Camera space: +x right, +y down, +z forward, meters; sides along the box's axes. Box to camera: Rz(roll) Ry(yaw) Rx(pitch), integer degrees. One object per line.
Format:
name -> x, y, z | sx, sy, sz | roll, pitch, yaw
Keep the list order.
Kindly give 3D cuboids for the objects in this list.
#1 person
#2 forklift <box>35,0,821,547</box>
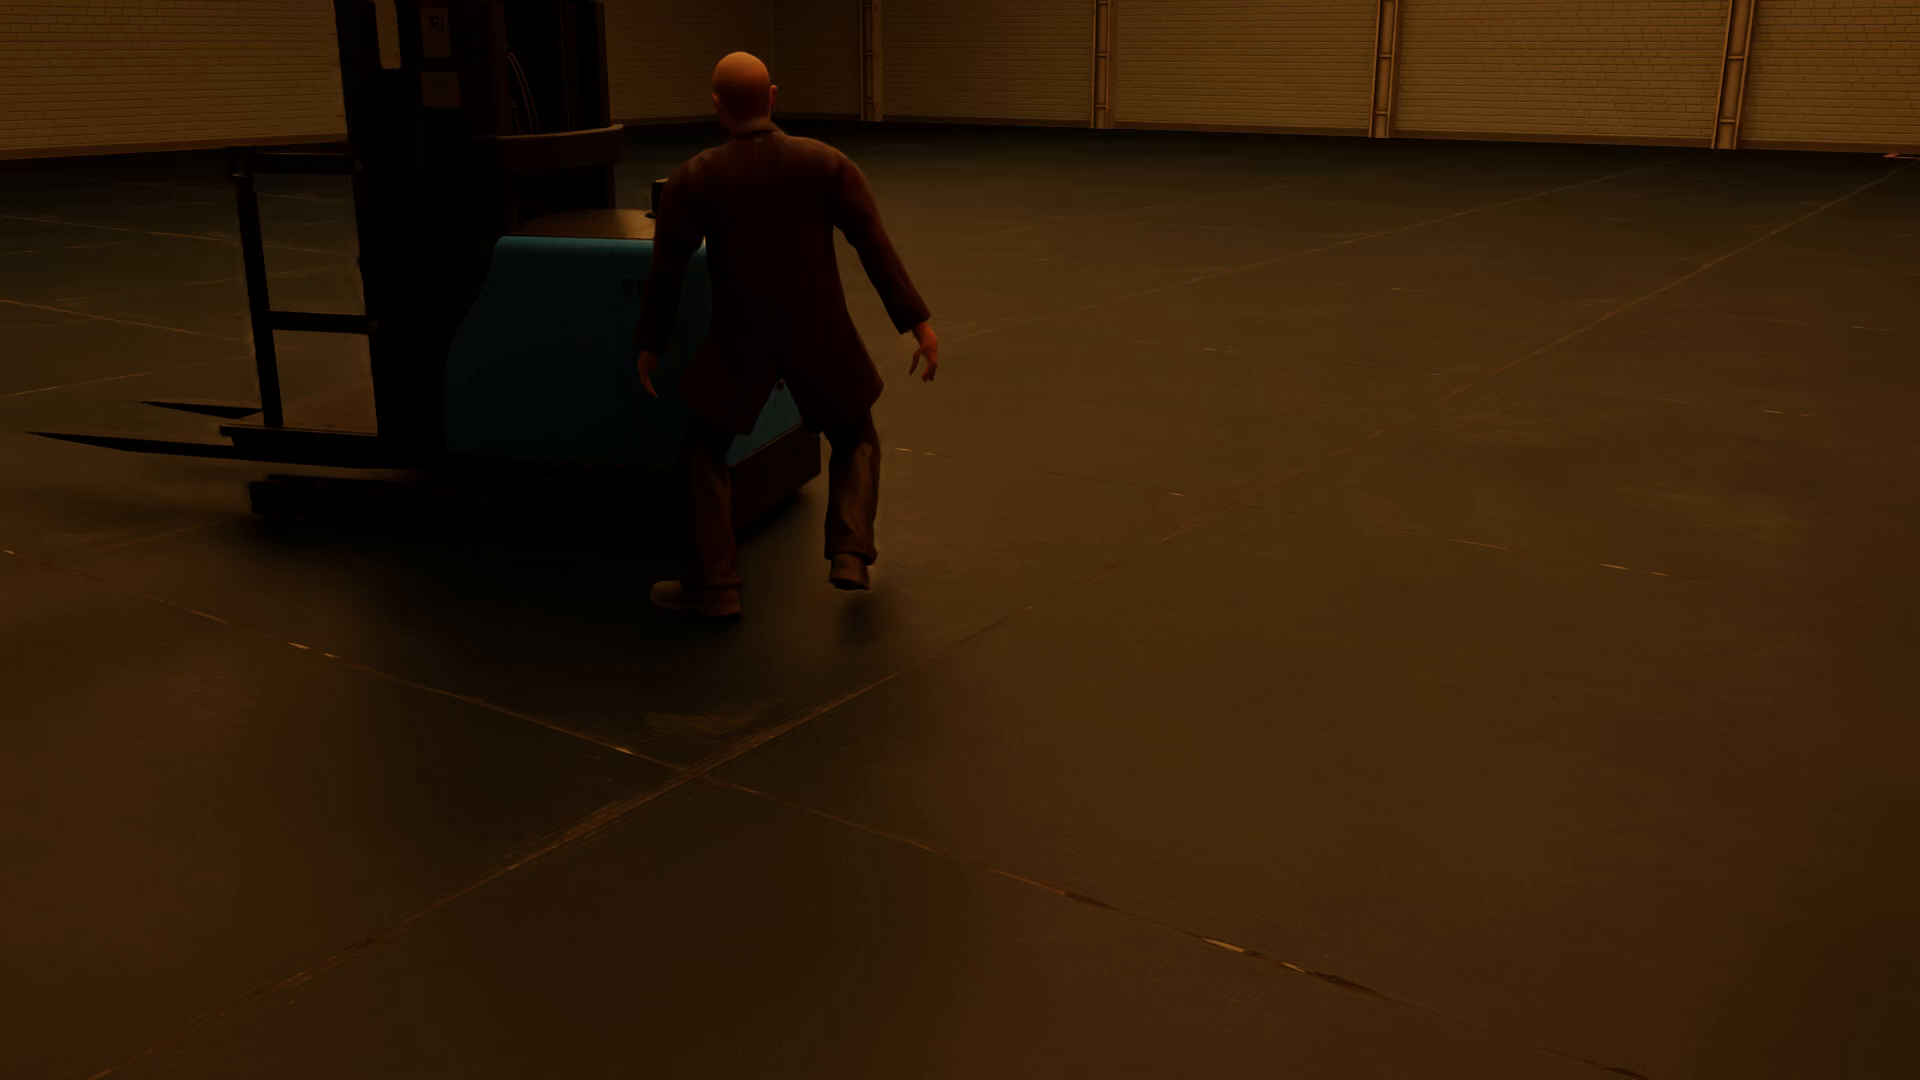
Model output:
person -> -0.533, -0.614, 5.086 | 0.939, 1.687, 0.577 | 0, 17, 0
forklift -> -2.127, -1.595, 6.166 | 3.031, 2.935, 1.130 | 4, 17, 15
